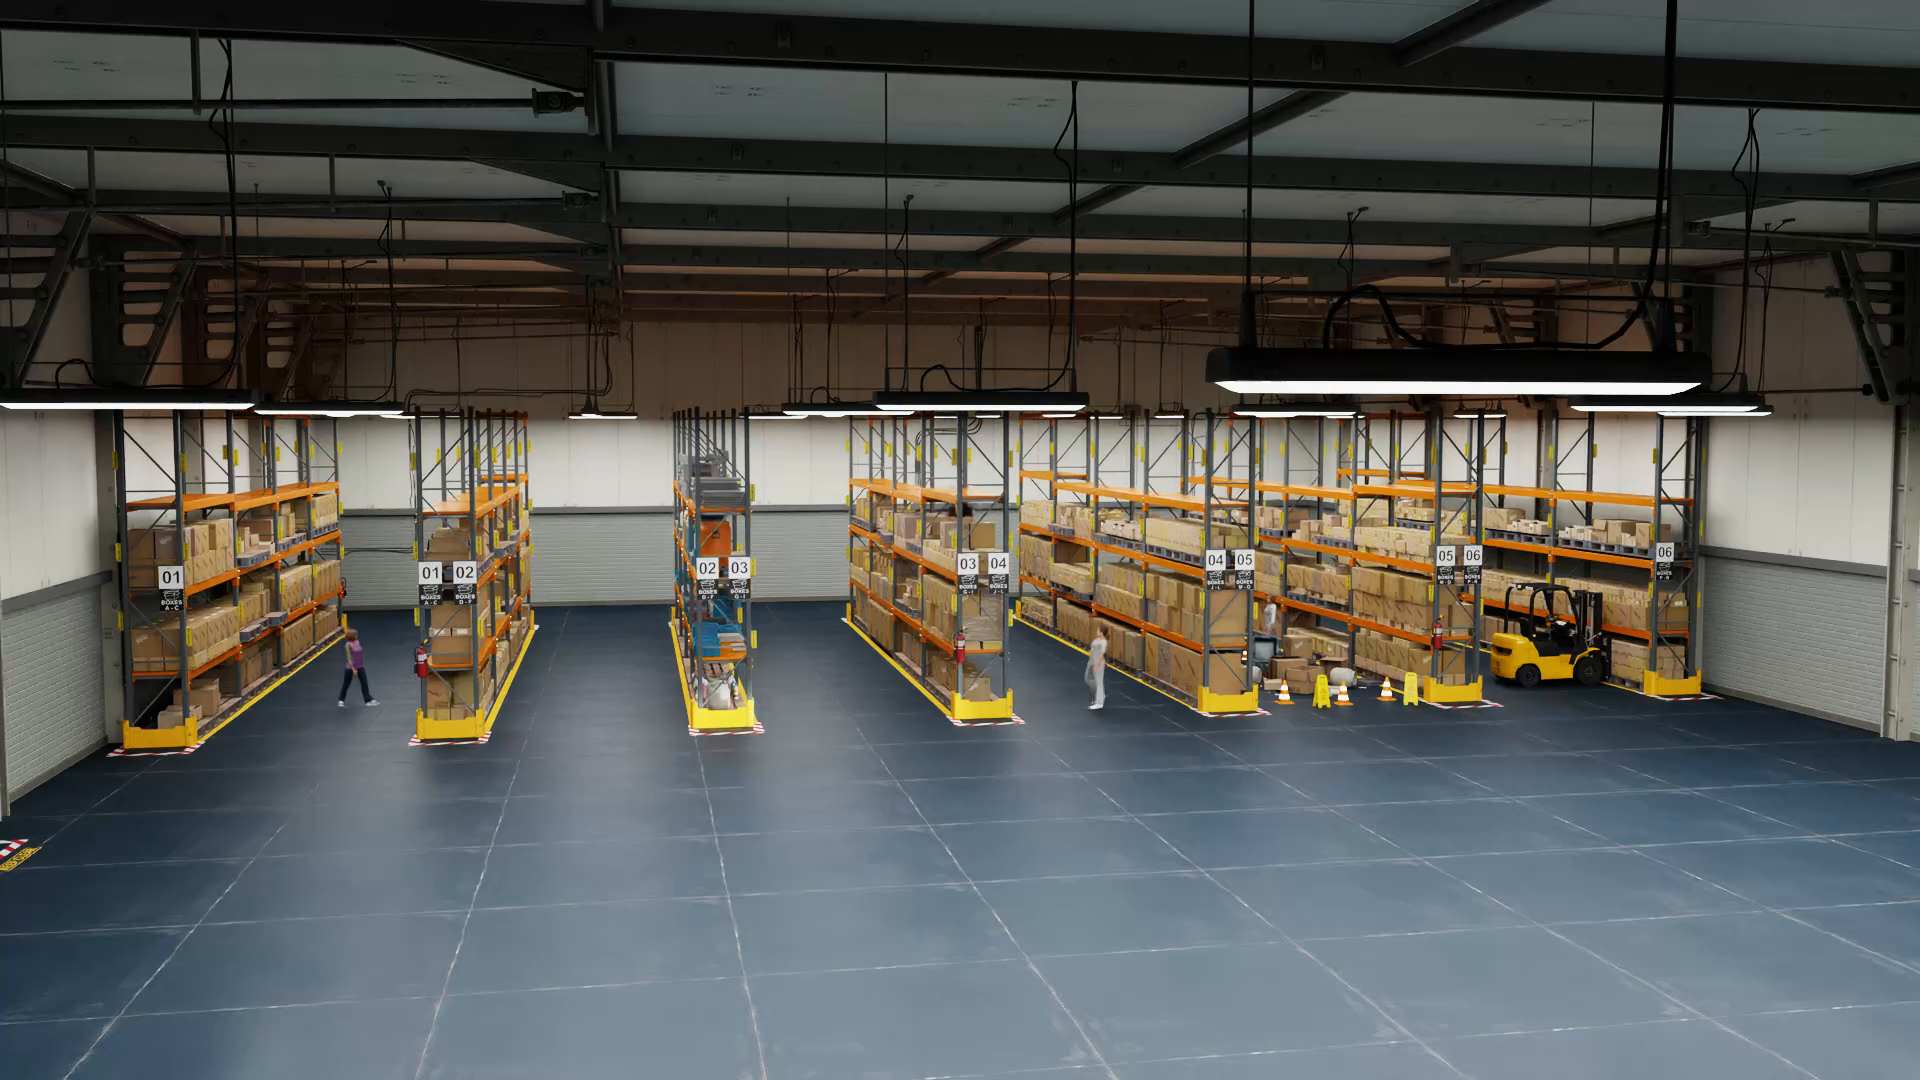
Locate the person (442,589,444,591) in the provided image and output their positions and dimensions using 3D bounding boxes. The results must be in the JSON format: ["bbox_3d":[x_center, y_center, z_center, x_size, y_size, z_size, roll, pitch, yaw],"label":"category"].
[{"bbox_3d":[-13.603,1.803,43.928,0.585,1.585,0.995,-1,4,-12],"label":"person"}]

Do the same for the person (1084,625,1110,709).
[{"bbox_3d":[2.727,2.517,33.308,0.468,1.659,0.557,-2,5,-26],"label":"person"}]

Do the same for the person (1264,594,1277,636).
[{"bbox_3d":[7.426,2.097,39.906,0.365,1.599,0.478,1,4,12],"label":"person"}]

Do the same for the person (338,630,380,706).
[{"bbox_3d":[-12.109,2.561,33.327,0.790,1.551,0.504,2,5,29],"label":"person"}]
